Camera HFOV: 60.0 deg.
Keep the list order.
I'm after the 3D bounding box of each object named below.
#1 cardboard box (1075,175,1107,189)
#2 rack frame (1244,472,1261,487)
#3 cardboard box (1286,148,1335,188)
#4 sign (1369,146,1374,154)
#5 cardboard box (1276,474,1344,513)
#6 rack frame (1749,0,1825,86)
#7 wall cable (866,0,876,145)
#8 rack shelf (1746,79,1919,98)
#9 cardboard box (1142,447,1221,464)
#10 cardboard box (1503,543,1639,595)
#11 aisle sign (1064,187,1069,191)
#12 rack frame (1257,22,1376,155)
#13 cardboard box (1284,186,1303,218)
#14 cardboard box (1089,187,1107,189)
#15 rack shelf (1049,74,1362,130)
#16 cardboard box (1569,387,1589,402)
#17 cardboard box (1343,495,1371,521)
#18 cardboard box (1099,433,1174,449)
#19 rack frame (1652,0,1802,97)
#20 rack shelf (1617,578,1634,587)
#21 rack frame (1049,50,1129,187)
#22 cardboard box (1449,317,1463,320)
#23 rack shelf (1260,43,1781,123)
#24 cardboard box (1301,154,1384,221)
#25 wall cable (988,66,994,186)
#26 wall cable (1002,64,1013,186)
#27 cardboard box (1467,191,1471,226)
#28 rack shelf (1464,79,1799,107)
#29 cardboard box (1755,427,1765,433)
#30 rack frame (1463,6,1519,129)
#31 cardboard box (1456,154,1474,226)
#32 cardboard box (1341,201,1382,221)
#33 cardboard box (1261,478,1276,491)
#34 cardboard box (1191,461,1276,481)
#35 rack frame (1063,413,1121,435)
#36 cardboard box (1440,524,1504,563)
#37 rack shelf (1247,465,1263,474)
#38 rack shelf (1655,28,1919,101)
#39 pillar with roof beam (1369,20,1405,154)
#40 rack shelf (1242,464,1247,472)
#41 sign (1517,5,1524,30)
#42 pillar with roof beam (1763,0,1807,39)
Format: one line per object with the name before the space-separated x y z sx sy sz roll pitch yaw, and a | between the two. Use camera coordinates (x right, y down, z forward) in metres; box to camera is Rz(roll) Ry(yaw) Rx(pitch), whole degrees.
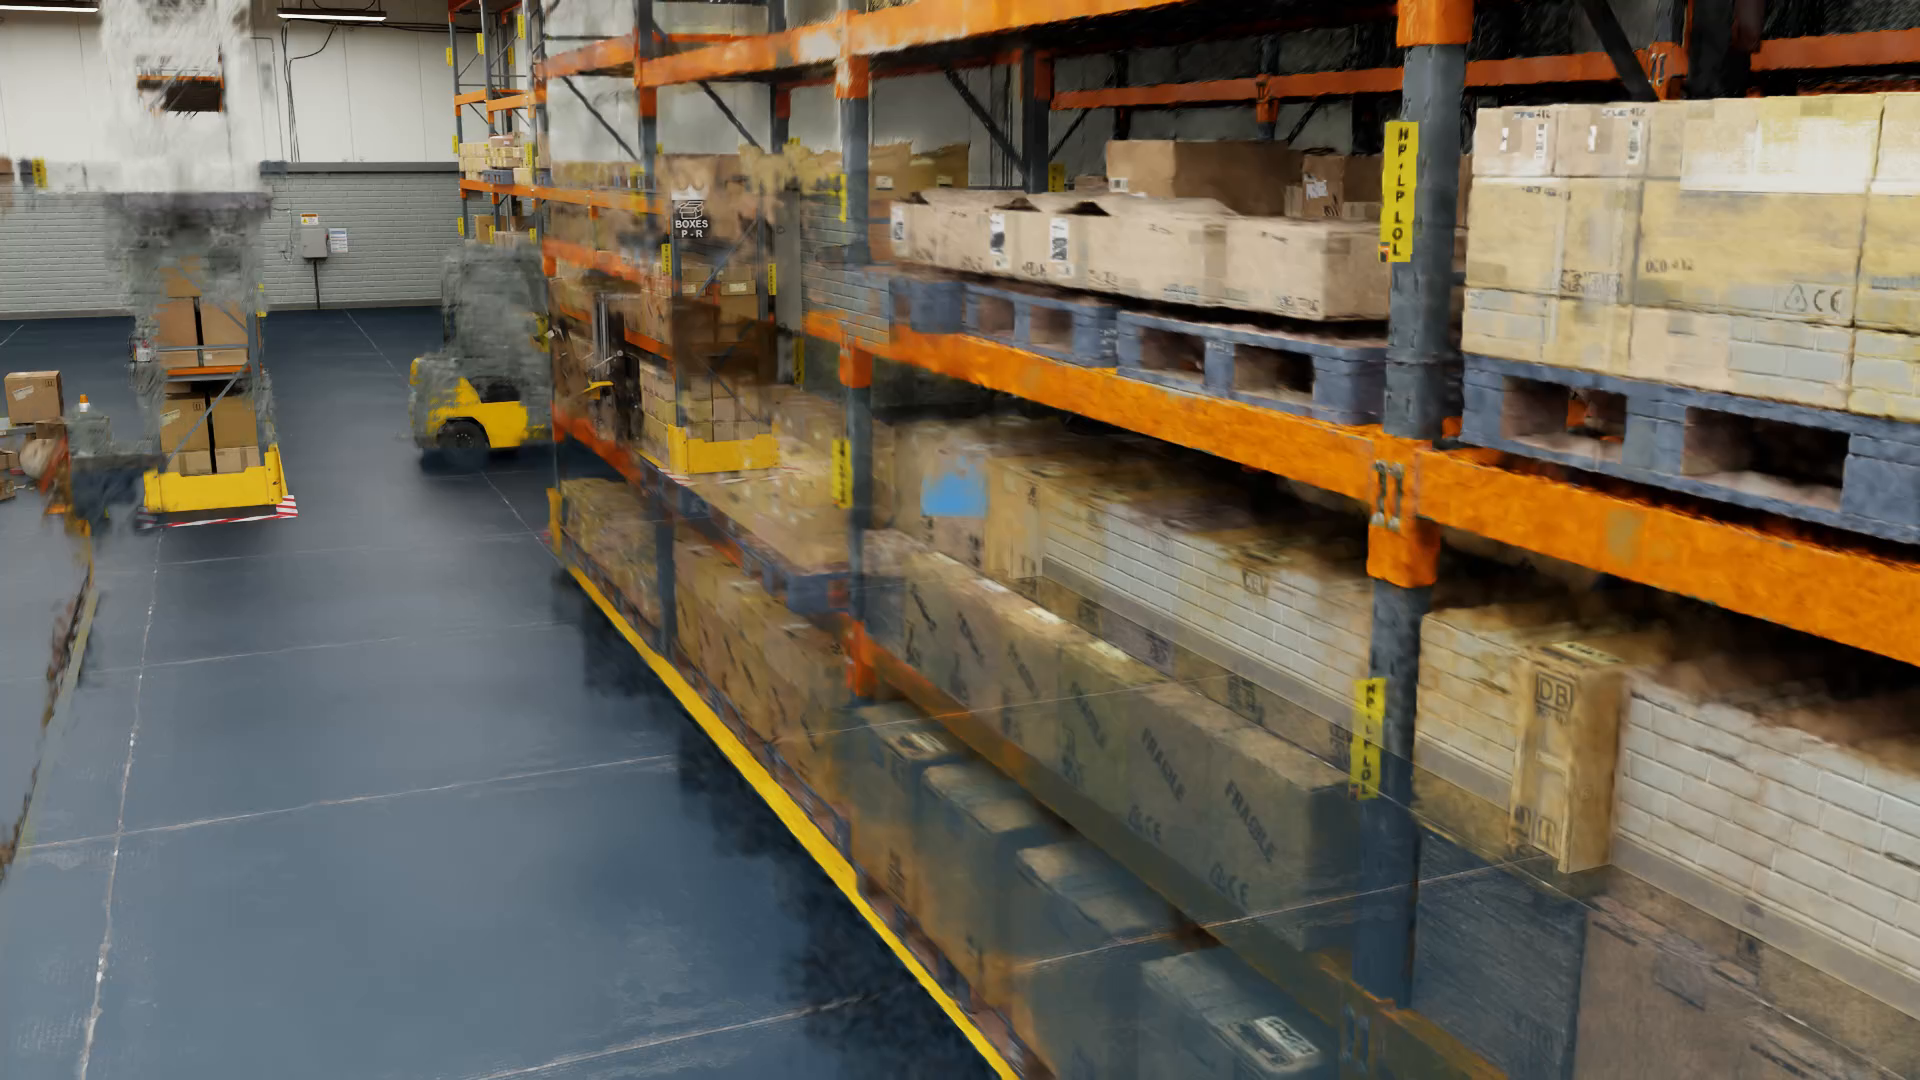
cardboard box | -13.182 -6.639 28.931 0.500 0.250 0.500 -7 15 -28
rack frame | -11.842 -4.256 26.107 1.000 3.000 0.127 -6 14 -23
cardboard box | -11.886 -6.160 26.305 0.500 0.500 0.500 -5 14 -22
sign | -11.349 -6.174 25.895 0.100 0.325 0.005 -6 14 -23
cardboard box | -11.521 -3.305 25.776 0.875 0.875 0.875 -5 14 -21
rack frame | -7.296 -7.628 27.371 1.000 3.000 0.127 -6 14 -23
wall cable | -15.981 -9.155 33.968 0.463 3.000 0.029 -6 14 -23
rack shelf | -6.495 -6.669 25.711 1.077 0.370 4.000 -6 14 -23
cardboard box | -12.714 -3.723 28.555 0.875 0.438 0.875 -5 14 -21
cardboard box | -10.441 -2.749 23.377 0.875 0.875 0.875 -6 14 -23
aisle sign | -13.739 -6.338 29.335 0.394 0.787 0.004 -6 14 -23
rack frame | -11.842 -7.179 25.430 1.000 3.000 0.127 -6 14 -23
cardboard box | -11.963 -5.722 25.153 0.396 0.266 0.258 -6 14 -23
cardboard box | -13.220 -6.429 28.248 0.380 0.149 0.250 -5 14 -21
rack shelf | -12.644 -7.047 27.342 1.077 0.370 4.000 -6 14 -23
cardboard box | -10.687 -4.049 22.771 0.500 0.500 0.500 -6 14 -24
cardboard box | -11.152 -3.119 24.973 0.875 0.875 0.875 -5 14 -21
cardboard box | -13.089 -3.911 29.369 0.875 0.438 0.875 -6 14 -25
rack frame | -10.240 -6.352 21.859 1.000 3.000 0.127 -6 14 -23
rack shelf | -9.439 -2.666 20.832 1.077 0.370 4.000 -6 14 -23
rack frame | -13.445 -8.005 29.001 1.000 3.000 0.127 -6 14 -23
cardboard box | -11.034 -4.509 24.762 0.500 0.500 0.500 -5 14 -21
rack shelf | -11.041 -6.220 23.771 1.077 0.370 4.000 -6 14 -23
cardboard box | -11.755 -5.762 24.810 0.500 0.500 0.500 -6 14 -24
wall cable | -15.291 -9.222 34.260 2.355 3.000 0.029 -6 14 -23
wall cable | -12.724 -9.484 35.309 2.988 3.039 0.133 -6 14 -23
cardboard box | -11.112 -5.283 23.258 0.396 0.266 0.258 -6 14 -24
rack shelf | -8.097 -7.689 29.237 1.077 0.370 4.000 -6 14 -23
cardboard box | -10.057 -3.607 21.489 0.500 0.500 0.500 -5 14 -20
rack frame | -8.898 -8.454 30.941 1.000 3.000 0.127 -6 14 -23
cardboard box | -11.212 -5.482 23.599 0.500 0.500 0.500 -5 14 -22
cardboard box | -11.656 -5.515 24.481 0.380 0.166 0.250 -7 15 -27
cardboard box | -11.996 -3.352 26.950 0.875 0.438 0.875 -6 14 -24
cardboard box | -12.355 -3.537 27.749 0.875 0.438 0.875 -6 14 -25
rack frame | -13.445 -5.082 29.677 1.000 3.000 0.127 -6 14 -23
cardboard box | -10.794 -2.934 24.175 0.875 0.875 0.875 -5 14 -22
rack shelf | -11.041 -3.492 24.402 1.077 0.370 4.000 -6 14 -23
rack shelf | -9.439 -5.394 20.200 1.077 0.370 4.000 -6 14 -23
pillar with roof beam | -13.097 -8.704 32.020 9.100 9.000 0.548 -6 14 -23
rack shelf | -12.644 -4.319 27.973 1.077 0.370 4.000 -6 14 -23
sign | -8.381 -9.032 31.016 0.100 0.325 0.005 -6 14 -23
pillar with roof beam | -10.693 -7.464 26.664 9.100 9.000 0.400 -6 14 -23
